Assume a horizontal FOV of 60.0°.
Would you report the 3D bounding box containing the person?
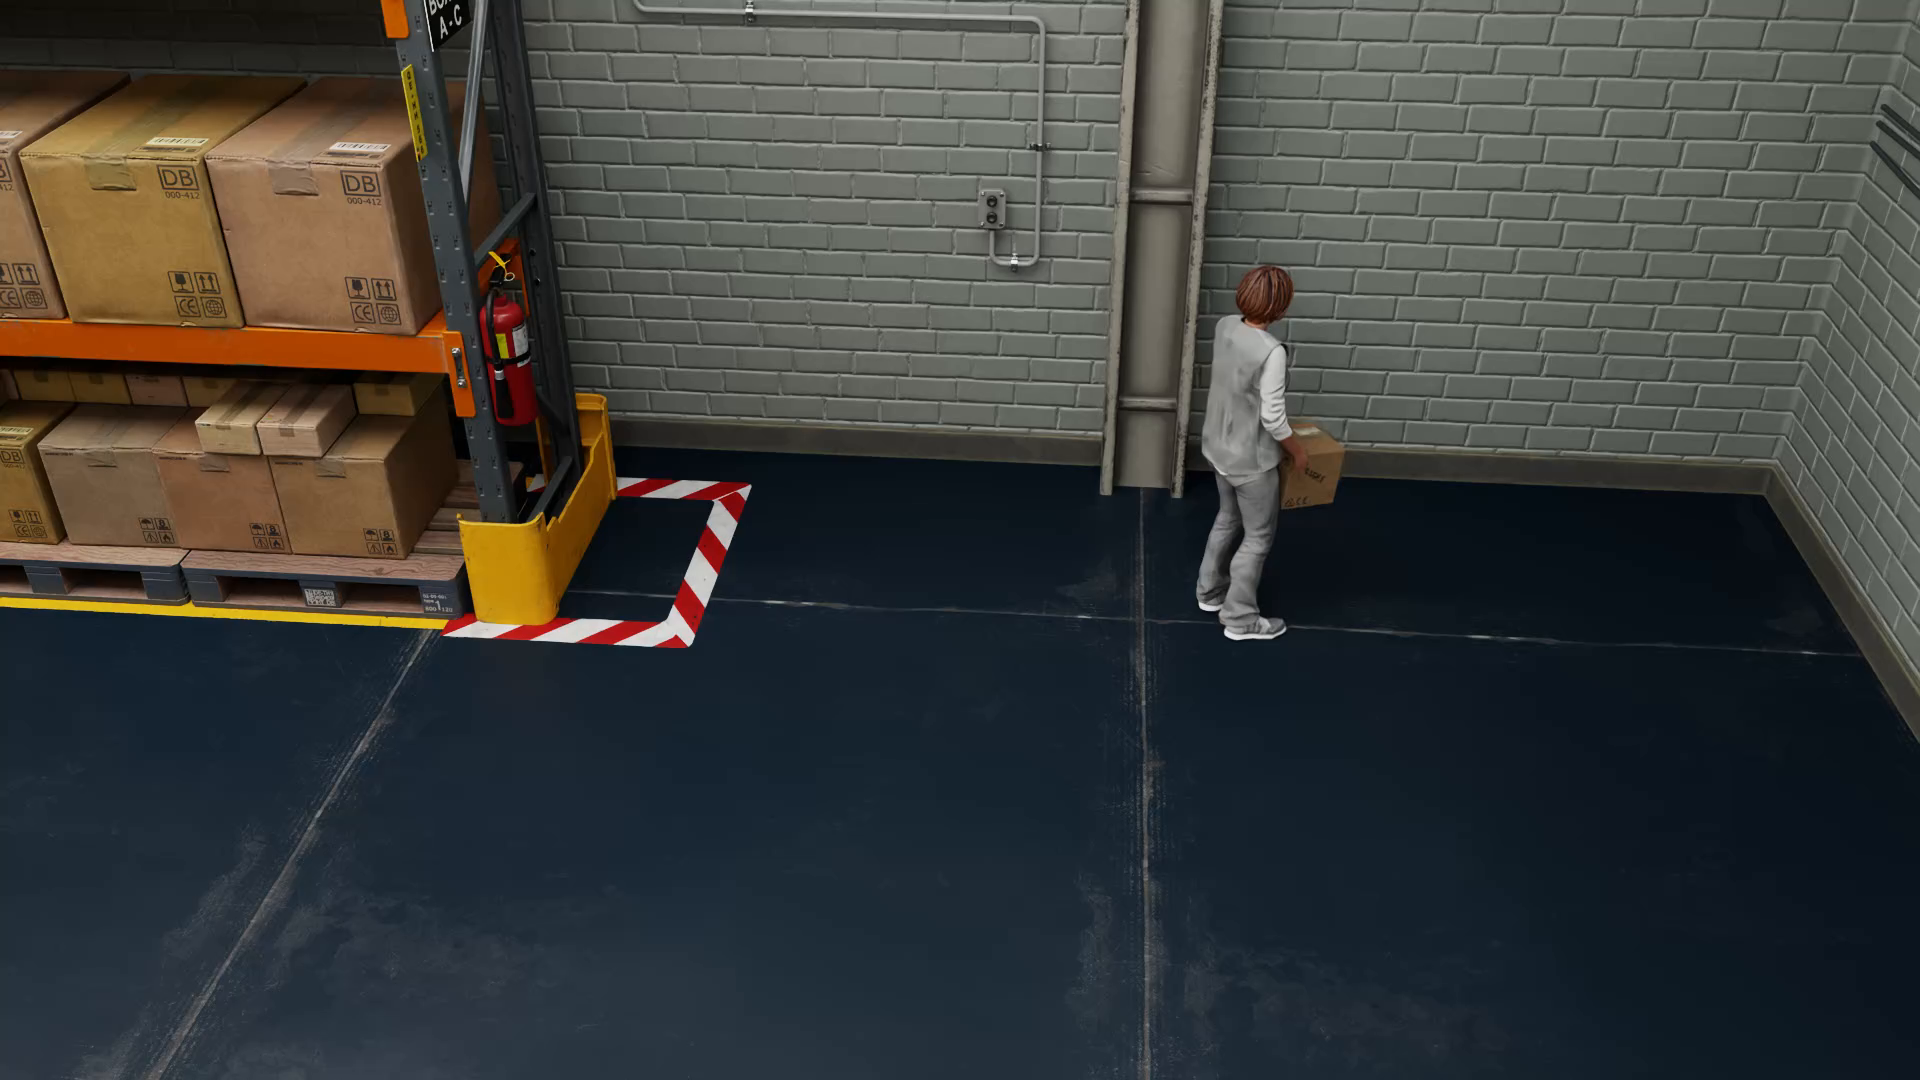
[{"bbox_3d":[1.160,-0.342,6.686,0.350,1.593,0.472,-12,34,-18],"label":"person"}]
